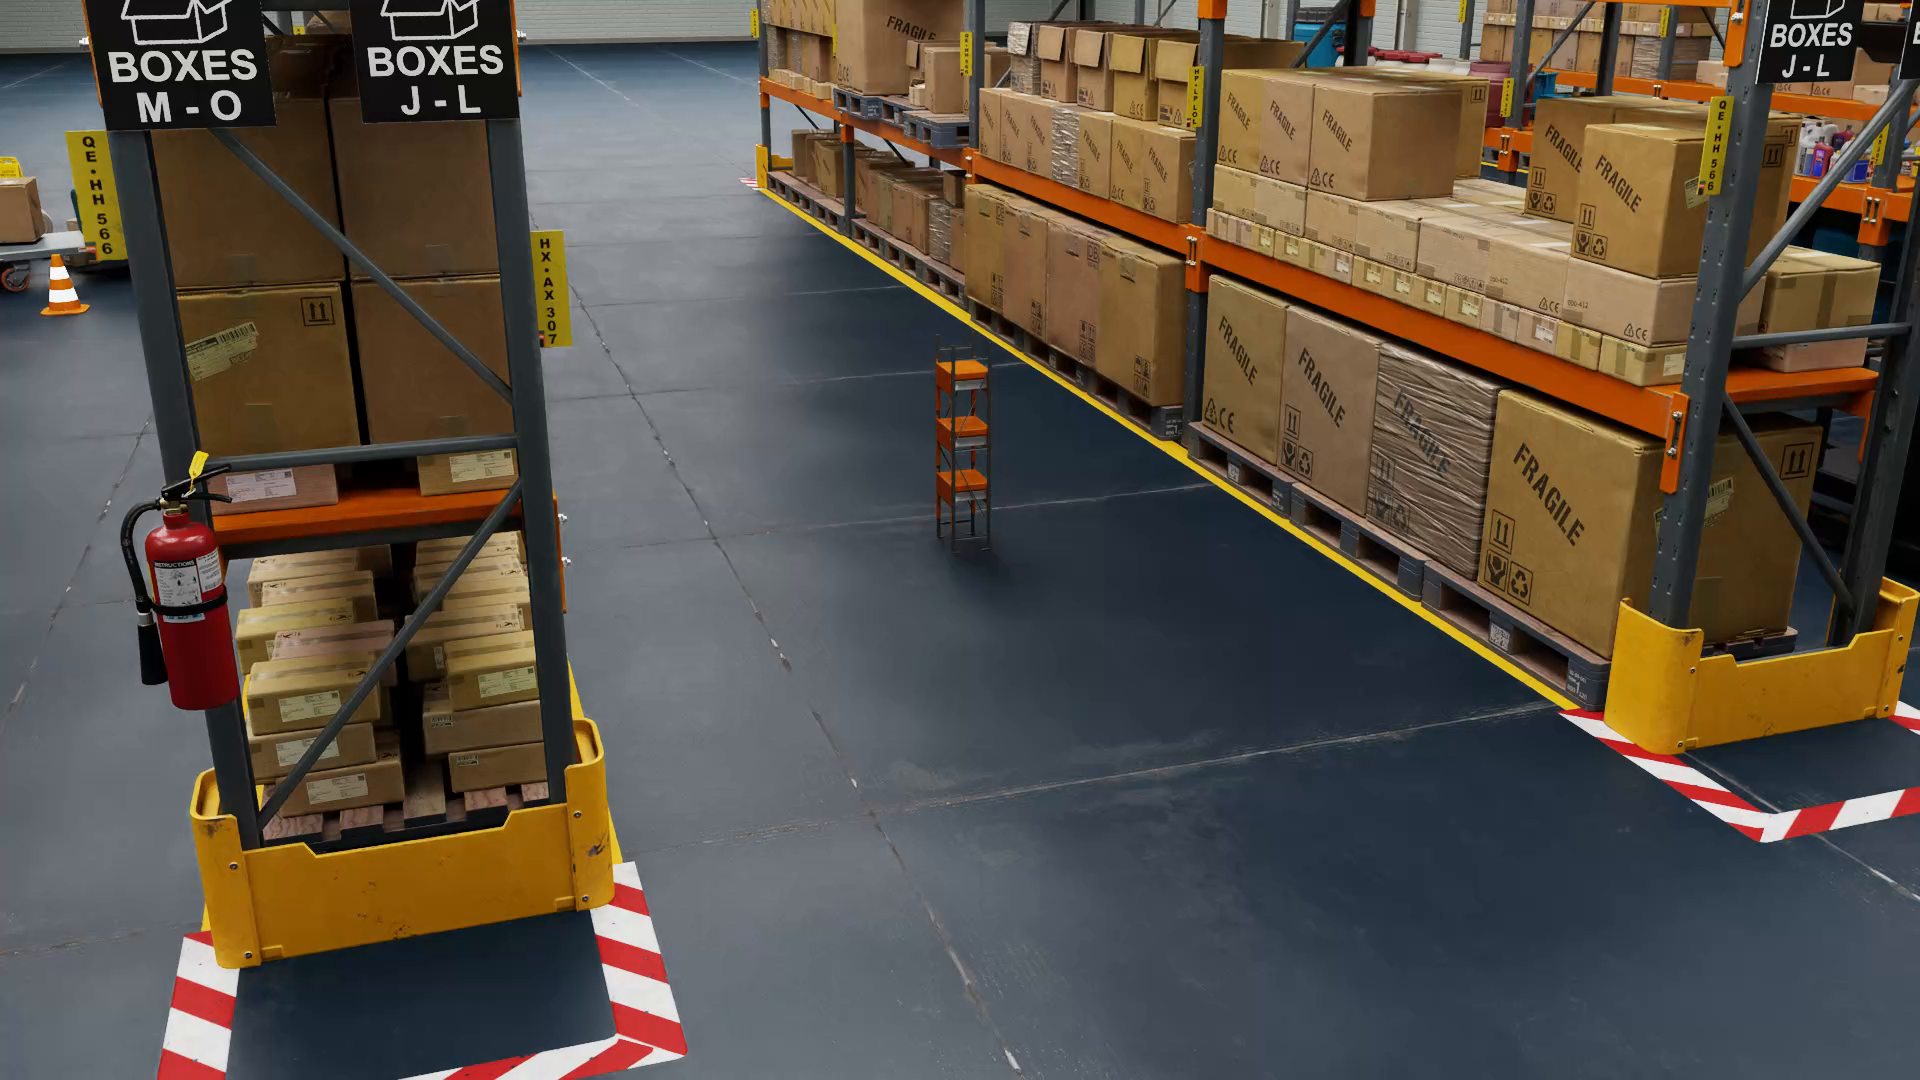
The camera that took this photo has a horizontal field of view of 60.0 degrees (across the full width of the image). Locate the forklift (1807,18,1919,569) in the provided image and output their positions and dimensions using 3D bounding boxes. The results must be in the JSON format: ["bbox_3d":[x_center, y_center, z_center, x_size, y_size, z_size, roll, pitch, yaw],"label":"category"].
[{"bbox_3d":[4.874,-1.388,7.945,1.130,2.935,3.031,-7,21,-19],"label":"forklift"}]

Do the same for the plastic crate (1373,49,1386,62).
[{"bbox_3d":[4.451,-5.013,17.843,0.402,0.464,0.583,-6,21,-17],"label":"plastic crate"}]

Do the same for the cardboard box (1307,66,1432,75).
[{"bbox_3d":[2.219,-2.316,9.100,0.500,0.500,0.500,-6,21,-16],"label":"cardboard box"}]

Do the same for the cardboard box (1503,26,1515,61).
[{"bbox_3d":[7.759,-6.643,22.326,0.700,0.500,0.500,-6,21,-16],"label":"cardboard box"}]

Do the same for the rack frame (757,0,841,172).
[{"bbox_3d":[-1.951,-5.864,20.304,1.000,3.000,0.127,-6,21,-17],"label":"rack frame"}]

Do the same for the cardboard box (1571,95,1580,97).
[{"bbox_3d":[7.881,-5.494,21.612,0.500,0.500,0.500,-6,21,-17],"label":"cardboard box"}]

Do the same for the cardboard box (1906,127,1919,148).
[{"bbox_3d":[13.049,-5.518,22.390,0.500,0.500,0.500,-8,21,-21],"label":"cardboard box"}]

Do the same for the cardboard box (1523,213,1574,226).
[{"bbox_3d":[2.859,-1.309,7.405,0.500,0.250,0.500,-7,21,-19],"label":"cardboard box"}]

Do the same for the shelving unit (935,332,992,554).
[{"bbox_3d":[0.017,-0.477,8.191,0.215,1.050,0.252,-6,21,-17],"label":"shelving unit"}]

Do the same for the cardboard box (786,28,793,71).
[{"bbox_3d":[-1.533,-5.724,19.326,0.875,0.500,0.500,-6,21,-17],"label":"cardboard box"}]

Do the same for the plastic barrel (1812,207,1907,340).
[{"bbox_3d":[6.368,-1.925,11.823,0.600,0.901,0.708,-6,21,-17],"label":"plastic barrel"}]

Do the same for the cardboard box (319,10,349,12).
[{"bbox_3d":[-5.109,-4.280,14.267,0.700,0.500,0.500,-7,21,-18],"label":"cardboard box"}]

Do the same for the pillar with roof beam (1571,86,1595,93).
[{"bbox_3d":[7.224,-11.601,27.403,9.100,9.000,0.400,-6,21,-17],"label":"pillar with roof beam"}]

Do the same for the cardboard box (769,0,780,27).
[{"bbox_3d":[-1.886,-6.155,19.047,0.500,0.500,0.500,-6,21,-17],"label":"cardboard box"}]

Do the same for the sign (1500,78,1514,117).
[{"bbox_3d":[4.745,-3.839,14.425,0.100,0.325,0.005,-6,21,-17],"label":"sign"}]

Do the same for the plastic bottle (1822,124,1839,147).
[{"bbox_3d":[6.448,-2.967,12.422,0.152,0.276,0.135,-6,21,-17],"label":"plastic bottle"}]

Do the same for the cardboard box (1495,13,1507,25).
[{"bbox_3d":[7.459,-7.034,22.455,0.380,0.149,0.250,-7,21,-19],"label":"cardboard box"}]

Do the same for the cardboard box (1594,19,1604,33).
[{"bbox_3d":[8.105,-6.375,20.620,0.380,0.149,0.250,-6,21,-17],"label":"cardboard box"}]

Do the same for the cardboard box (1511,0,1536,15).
[{"bbox_3d":[7.776,-7.236,22.058,0.700,0.500,0.500,-7,21,-19],"label":"cardboard box"}]

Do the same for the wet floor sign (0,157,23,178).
[{"bbox_3d":[-10.403,-3.877,18.257,0.267,0.644,0.232,1,20,2],"label":"wet floor sign"}]

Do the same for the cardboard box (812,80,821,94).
[{"bbox_3d":[-1.386,-4.906,18.009,0.380,0.149,0.250,-6,21,-17],"label":"cardboard box"}]

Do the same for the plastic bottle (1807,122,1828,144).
[{"bbox_3d":[6.060,-2.791,11.823,0.144,0.351,0.185,-6,21,-17],"label":"plastic bottle"}]

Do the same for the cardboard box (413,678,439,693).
[{"bbox_3d":[-1.777,0.411,5.991,0.380,0.149,0.250,-6,21,-17],"label":"cardboard box"}]

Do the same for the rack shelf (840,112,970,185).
[{"bbox_3d":[-0.065,-3.600,15.065,1.077,0.370,4.000,-6,21,-17],"label":"rack shelf"}]

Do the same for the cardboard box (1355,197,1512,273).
[{"bbox_3d":[2.187,-1.419,7.711,0.500,0.250,0.500,-6,21,-17],"label":"cardboard box"}]

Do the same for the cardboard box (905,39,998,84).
[{"bbox_3d":[-0.061,-4.280,15.120,0.797,0.503,0.637,-4,20,-12],"label":"cardboard box"}]

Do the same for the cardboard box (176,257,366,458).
[{"bbox_3d":[-2.048,-0.538,4.890,0.500,0.500,0.500,-6,21,-16],"label":"cardboard box"}]

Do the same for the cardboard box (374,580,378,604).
[{"bbox_3d":[-2.502,0.215,6.537,0.380,0.149,0.250,-5,20,-14],"label":"cardboard box"}]

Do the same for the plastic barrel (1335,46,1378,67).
[{"bbox_3d":[4.101,-4.840,17.253,0.433,0.535,0.433,0,20,0],"label":"plastic barrel"}]

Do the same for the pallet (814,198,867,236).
[{"bbox_3d":[-0.938,-3.479,17.791,1.003,0.211,1.213,-6,21,-17],"label":"pallet"}]

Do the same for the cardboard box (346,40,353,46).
[{"bbox_3d":[-2.348,-1.888,7.169,0.500,0.500,0.500,-7,21,-19],"label":"cardboard box"}]

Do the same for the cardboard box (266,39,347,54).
[{"bbox_3d":[-2.832,-1.840,7.036,0.500,0.500,0.500,-7,21,-19],"label":"cardboard box"}]

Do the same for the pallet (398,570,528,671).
[{"bbox_3d":[-2.288,0.398,6.996,1.003,0.211,1.213,-6,21,-17],"label":"pallet"}]

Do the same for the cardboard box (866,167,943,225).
[{"bbox_3d":[-0.521,-3.411,16.524,0.700,0.500,0.500,-8,21,-21],"label":"cardboard box"}]

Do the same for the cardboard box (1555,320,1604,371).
[{"bbox_3d":[2.570,-0.773,6.504,0.380,0.149,0.250,-6,21,-17],"label":"cardboard box"}]

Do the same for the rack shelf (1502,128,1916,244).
[{"bbox_3d":[5.894,-2.842,12.956,1.077,0.370,4.000,-6,21,-17],"label":"rack shelf"}]

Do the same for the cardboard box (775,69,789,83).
[{"bbox_3d":[-1.963,-5.465,19.565,0.380,0.149,0.250,-6,21,-17],"label":"cardboard box"}]

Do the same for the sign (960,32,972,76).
[{"bbox_3d":[0.051,-3.743,12.805,0.100,0.325,0.005,-6,21,-17],"label":"sign"}]

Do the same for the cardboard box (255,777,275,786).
[{"bbox_3d":[-2.203,0.691,5.652,0.380,0.149,0.250,-6,21,-16],"label":"cardboard box"}]

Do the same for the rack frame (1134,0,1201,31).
[{"bbox_3d":[2.751,-6.390,21.769,1.000,3.000,0.127,-6,21,-17],"label":"rack frame"}]

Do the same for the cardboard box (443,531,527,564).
[{"bbox_3d":[-1.937,0.005,6.681,0.380,0.149,0.250,-6,21,-16],"label":"cardboard box"}]

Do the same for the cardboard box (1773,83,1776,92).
[{"bbox_3d":[9.103,-5.261,18.479,0.500,0.500,0.500,-5,20,-13],"label":"cardboard box"}]

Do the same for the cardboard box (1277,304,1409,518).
[{"bbox_3d":[2.235,-0.701,8.454,0.875,0.875,0.875,-6,21,-17],"label":"cardboard box"}]

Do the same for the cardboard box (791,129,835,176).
[{"bbox_3d":[-1.771,-4.683,20.093,0.500,0.500,0.500,-3,20,-7],"label":"cardboard box"}]

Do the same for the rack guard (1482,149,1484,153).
[{"bbox_3d":[7.447,-5.746,23.675,1.175,0.500,0.348,-6,21,-17],"label":"rack guard"}]

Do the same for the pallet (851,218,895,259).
[{"bbox_3d":[-0.448,-3.018,16.507,1.003,0.211,1.213,-6,21,-17],"label":"pallet"}]

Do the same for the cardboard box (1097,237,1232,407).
[{"bbox_3d":[1.601,-1.414,10.437,1.225,0.875,0.875,-6,21,-17],"label":"cardboard box"}]

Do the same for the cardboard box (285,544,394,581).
[{"bbox_3d":[-2.432,0.064,6.518,0.380,0.149,0.250,-7,21,-19],"label":"cardboard box"}]

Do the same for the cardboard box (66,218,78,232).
[{"bbox_3d":[-9.029,-3.263,17.282,0.380,0.149,0.250,4,20,11],"label":"cardboard box"}]

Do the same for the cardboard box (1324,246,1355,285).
[{"bbox_3d":[2.006,-1.348,8.105,0.380,0.149,0.250,-6,21,-17],"label":"cardboard box"}]

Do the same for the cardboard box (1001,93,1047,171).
[{"bbox_3d":[0.622,-2.993,12.165,0.500,0.500,0.500,-7,21,-19],"label":"cardboard box"}]
